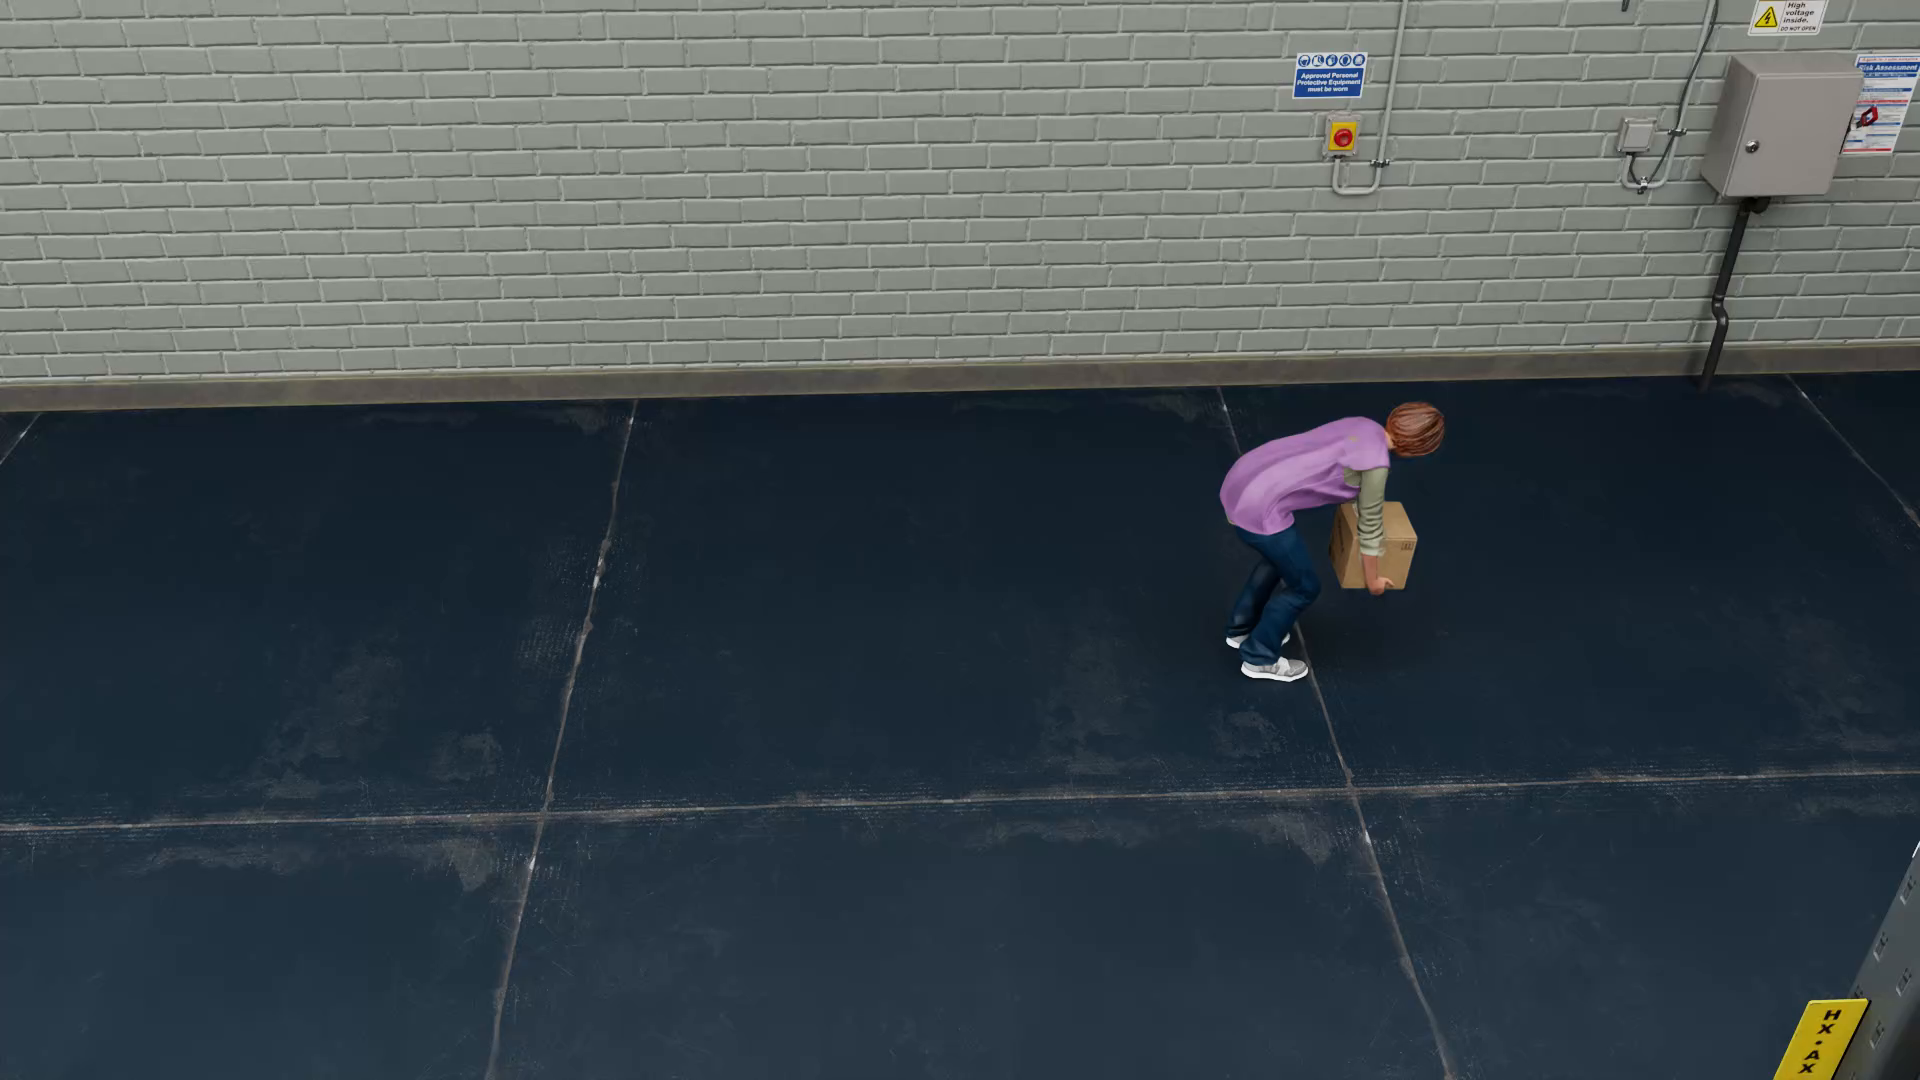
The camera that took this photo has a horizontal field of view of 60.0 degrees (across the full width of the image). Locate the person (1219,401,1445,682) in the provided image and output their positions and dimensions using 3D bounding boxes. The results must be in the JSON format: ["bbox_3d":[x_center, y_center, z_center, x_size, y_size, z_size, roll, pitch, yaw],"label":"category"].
[{"bbox_3d":[1.410,0.003,6.503,0.820,1.188,0.388,-3,36,-4],"label":"person"}]
